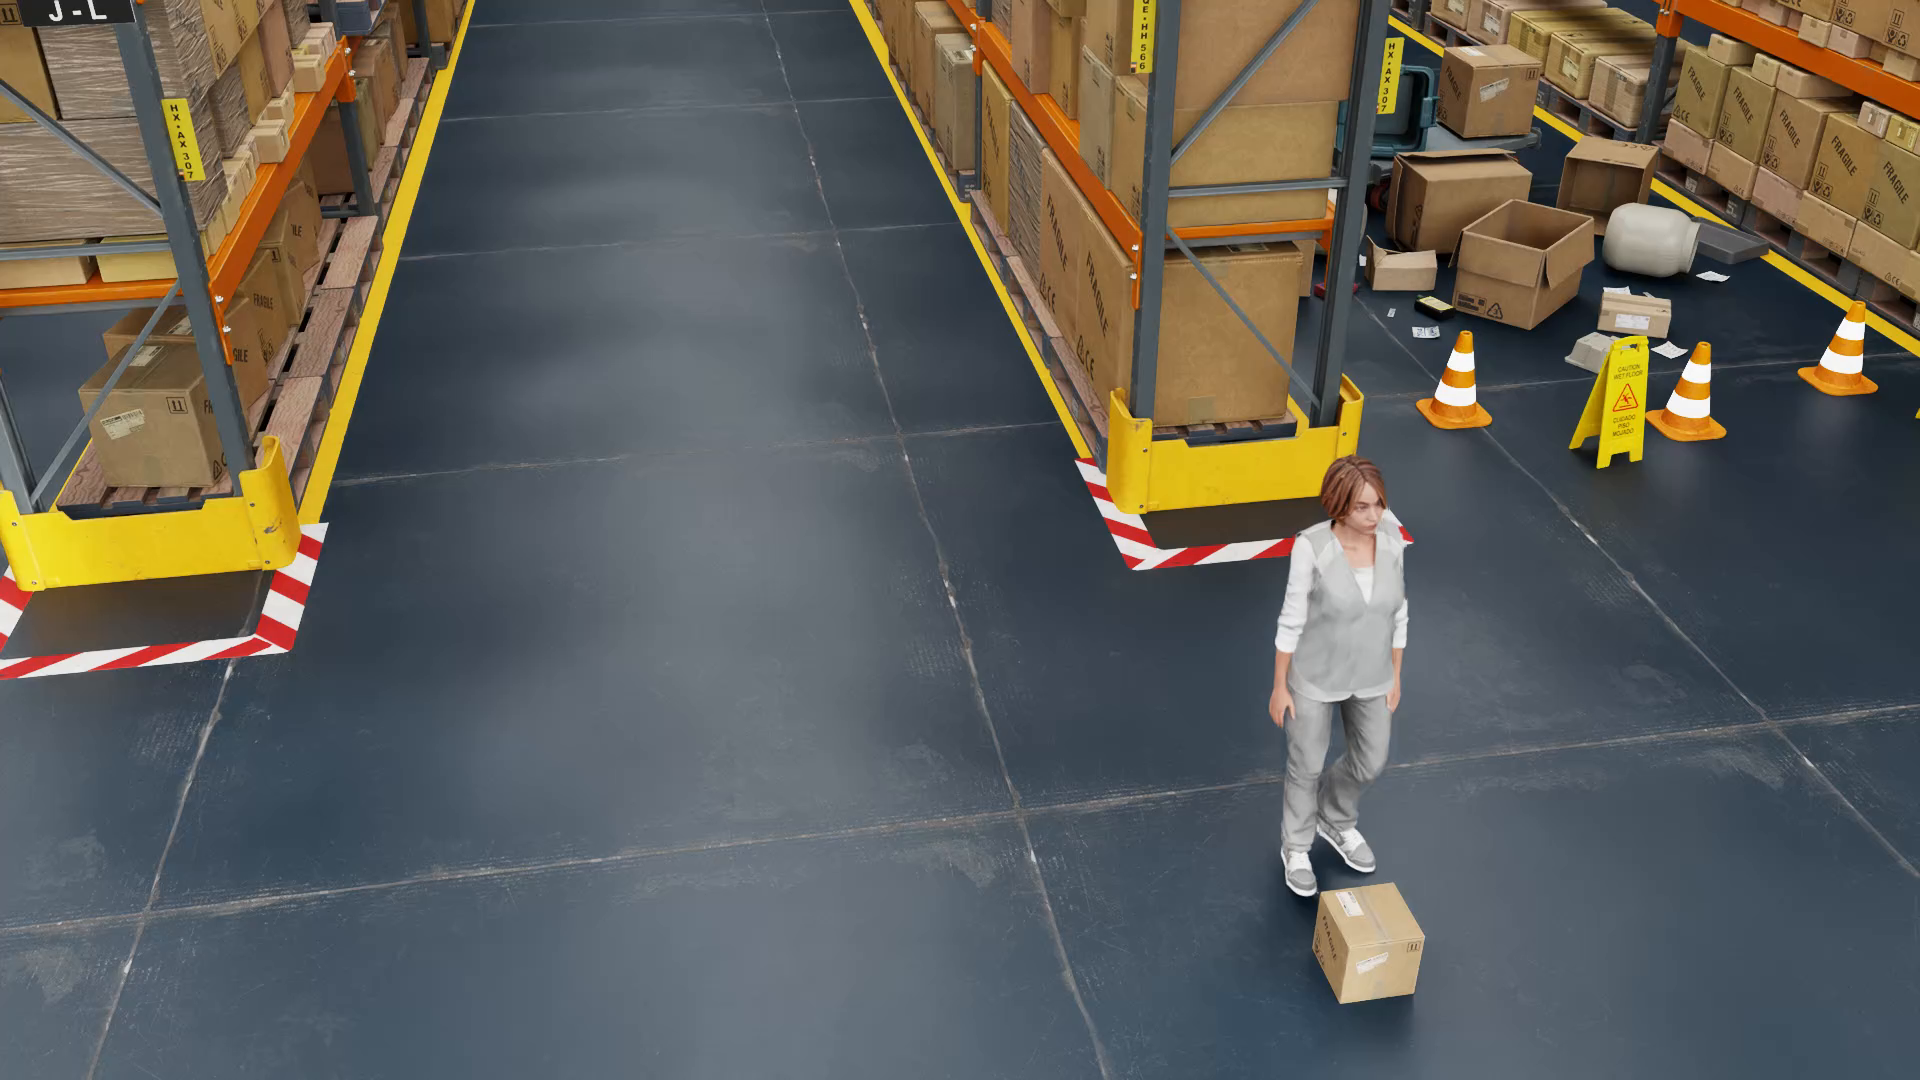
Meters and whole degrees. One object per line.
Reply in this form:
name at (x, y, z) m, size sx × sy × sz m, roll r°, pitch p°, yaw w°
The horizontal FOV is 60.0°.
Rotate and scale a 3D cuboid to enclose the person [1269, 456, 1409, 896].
person at (1.217, 0.457, 5.376) m, size 0.452 × 1.588 × 0.352 m, roll -5°, pitch 31°, yaw -8°
